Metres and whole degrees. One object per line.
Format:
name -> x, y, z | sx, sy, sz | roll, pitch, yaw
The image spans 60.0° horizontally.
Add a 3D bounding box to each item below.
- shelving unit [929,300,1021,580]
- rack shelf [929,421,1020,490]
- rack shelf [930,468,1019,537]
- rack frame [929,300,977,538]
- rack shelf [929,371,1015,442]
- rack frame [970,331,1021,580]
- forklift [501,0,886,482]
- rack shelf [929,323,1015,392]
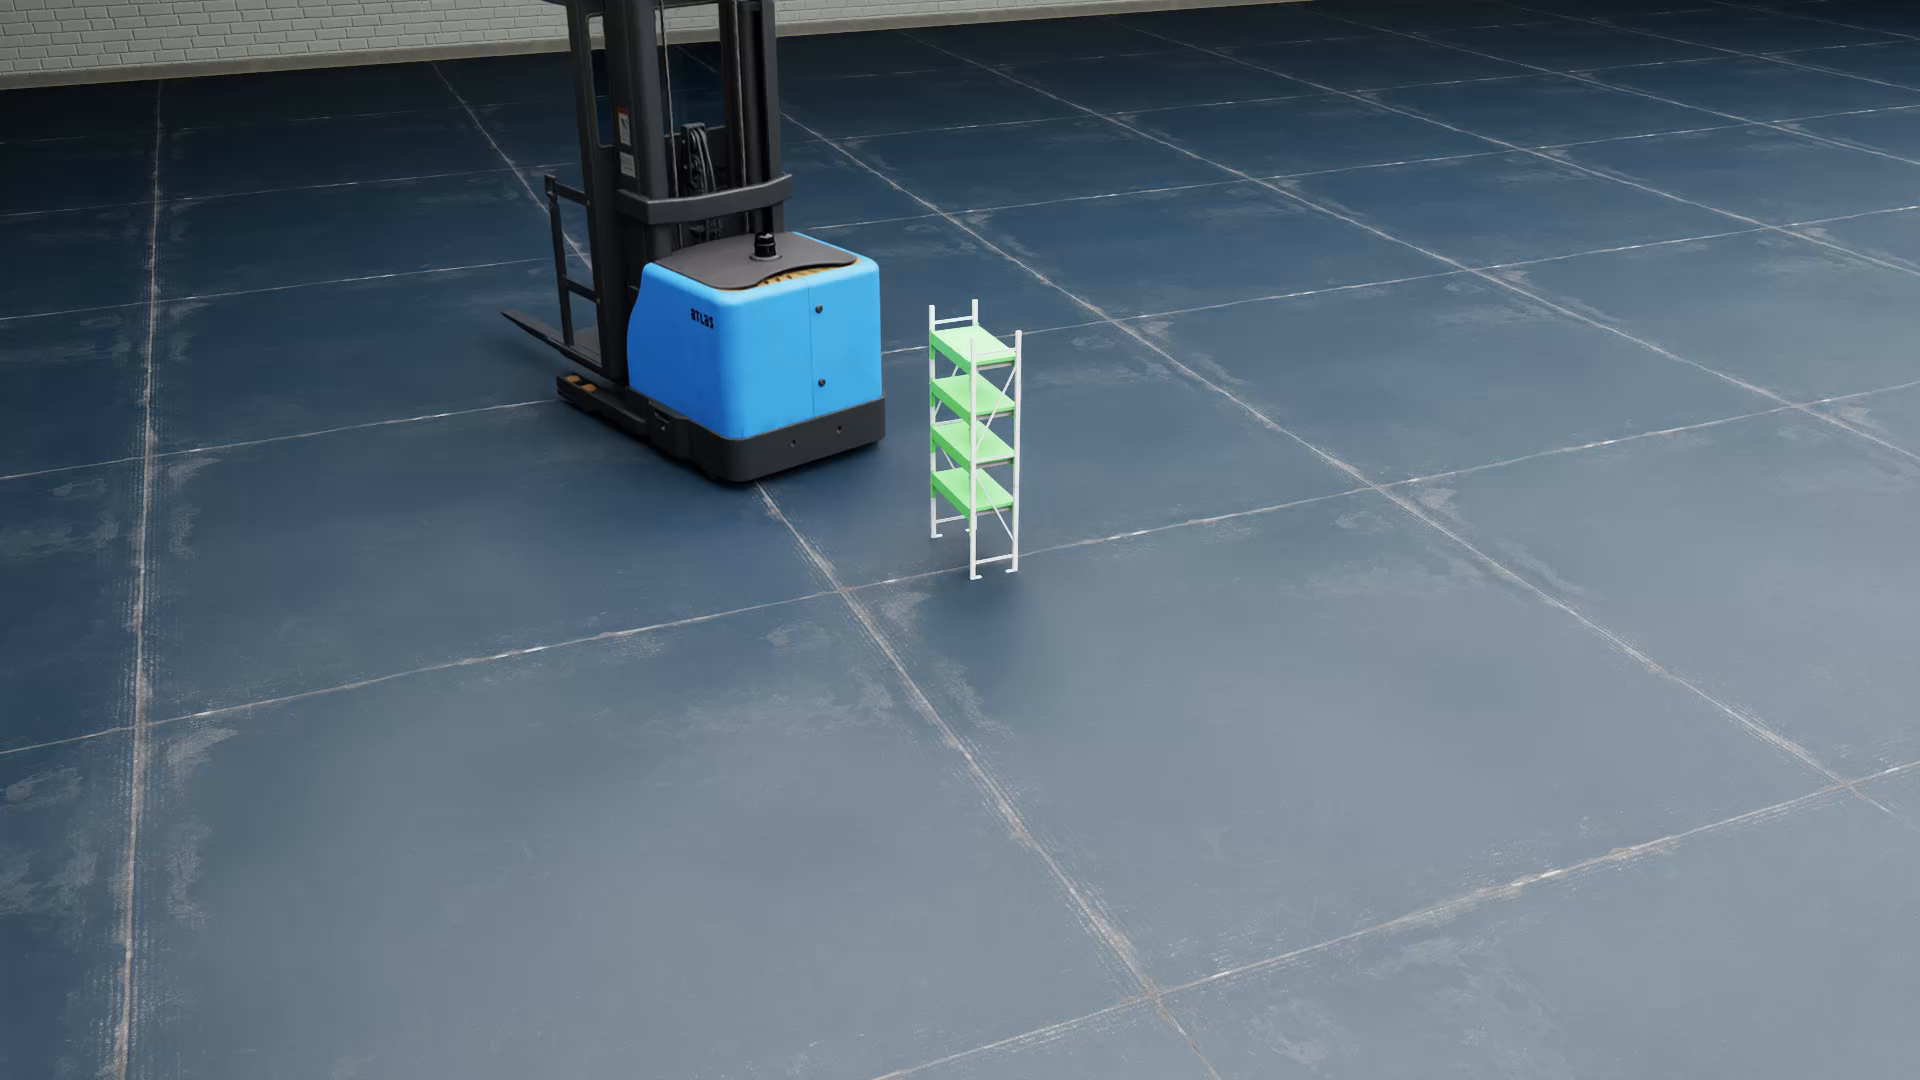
shelving unit -> 0.065, -0.472, 7.850 | 0.258, 1.200, 0.503 | -11, 28, -21
rack shelf -> 0.065, -0.415, 7.878 | 0.258, 0.148, 0.480 | -11, 28, -21
rack shelf -> 0.065, -0.199, 7.983 | 0.258, 0.148, 0.480 | -11, 28, -21
rack frame -> -0.031, -0.571, 8.052 | 0.240, 1.200, 0.015 | -11, 28, -21
rack shelf -> 0.065, -0.631, 7.773 | 0.258, 0.148, 0.480 | -11, 28, -21
rack frame -> 0.160, -0.374, 7.648 | 0.240, 1.200, 0.015 | -11, 28, -21
forklift -> -1.749, -2.194, 9.402 | 1.130, 2.935, 3.031 | -20, 33, -35
rack shelf -> 0.065, -0.846, 7.667 | 0.258, 0.148, 0.480 | -11, 28, -21
